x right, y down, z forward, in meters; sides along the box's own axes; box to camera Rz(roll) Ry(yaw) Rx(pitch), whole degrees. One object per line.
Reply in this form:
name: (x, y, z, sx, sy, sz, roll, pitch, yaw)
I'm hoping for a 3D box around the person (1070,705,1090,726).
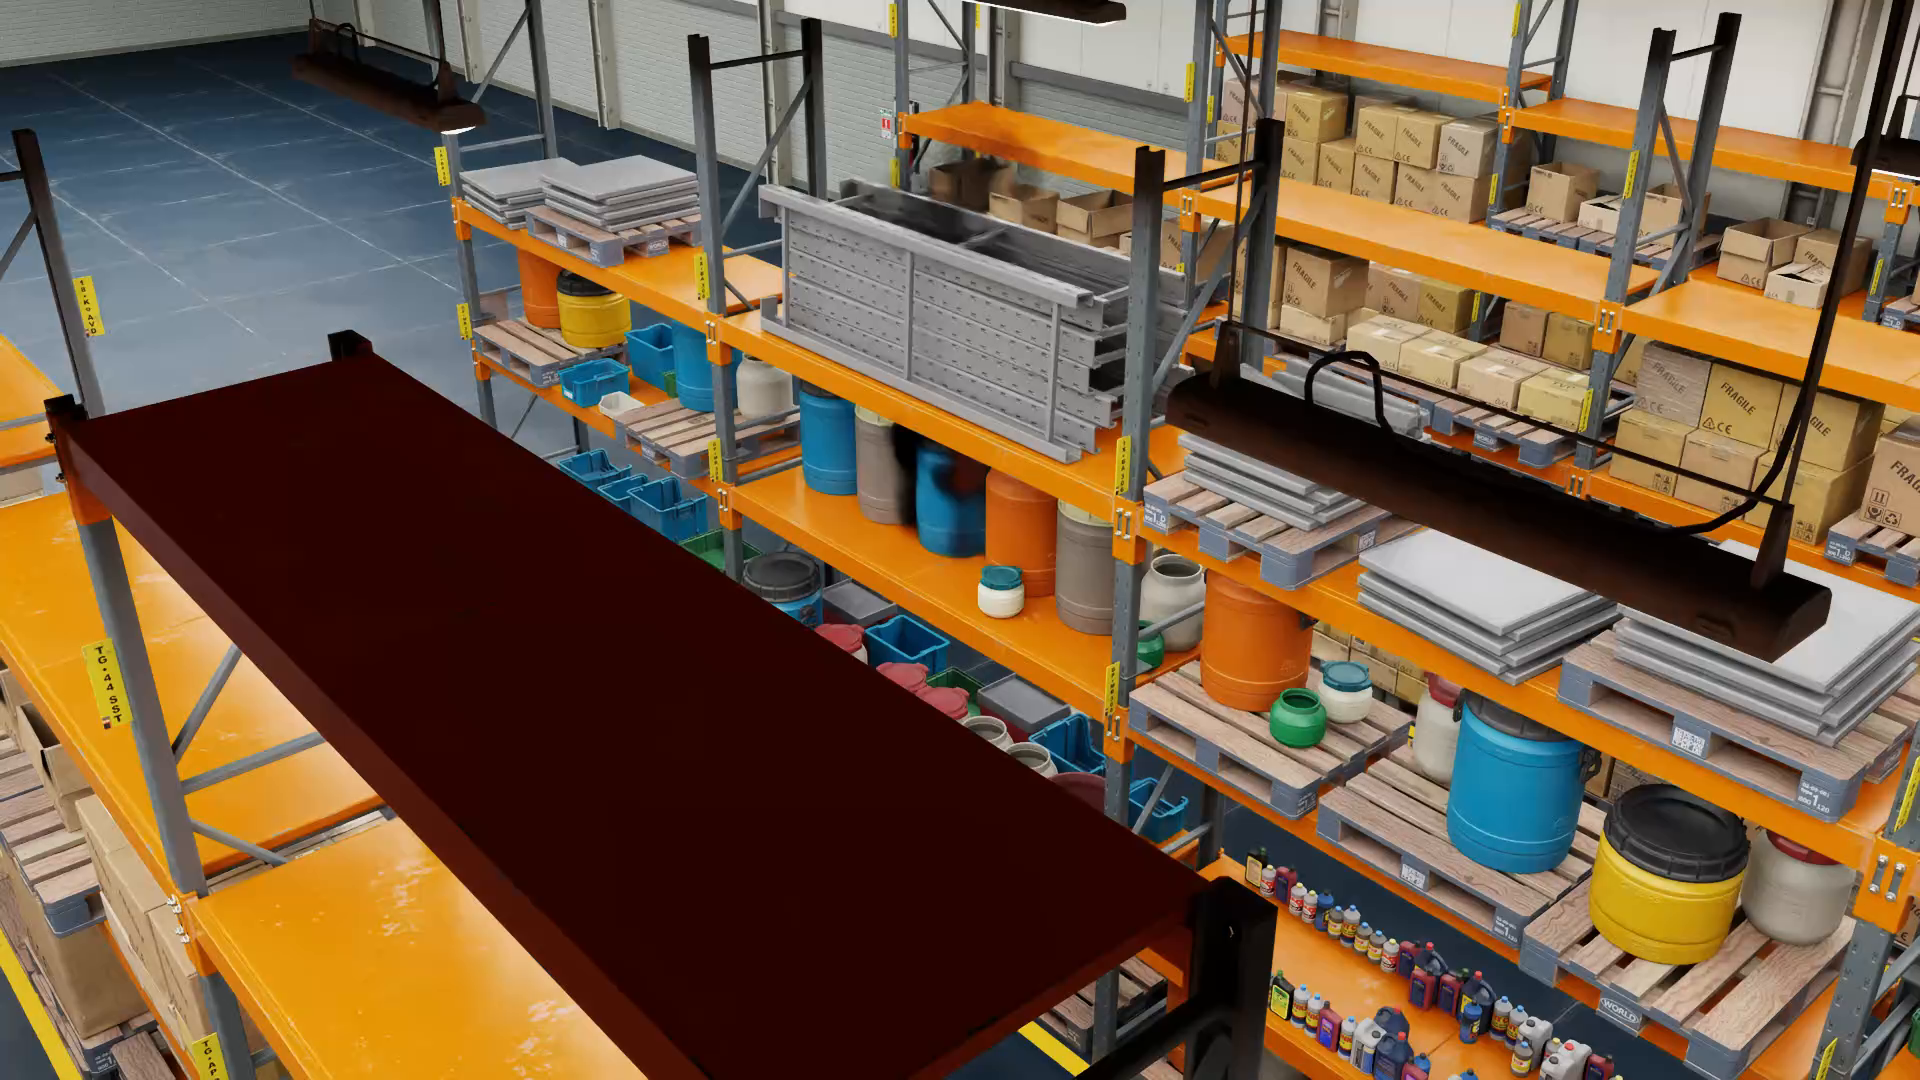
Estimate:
person: (0.922, 0.914, 13.240, 0.665, 1.752, 0.603, -18, 32, -31)
